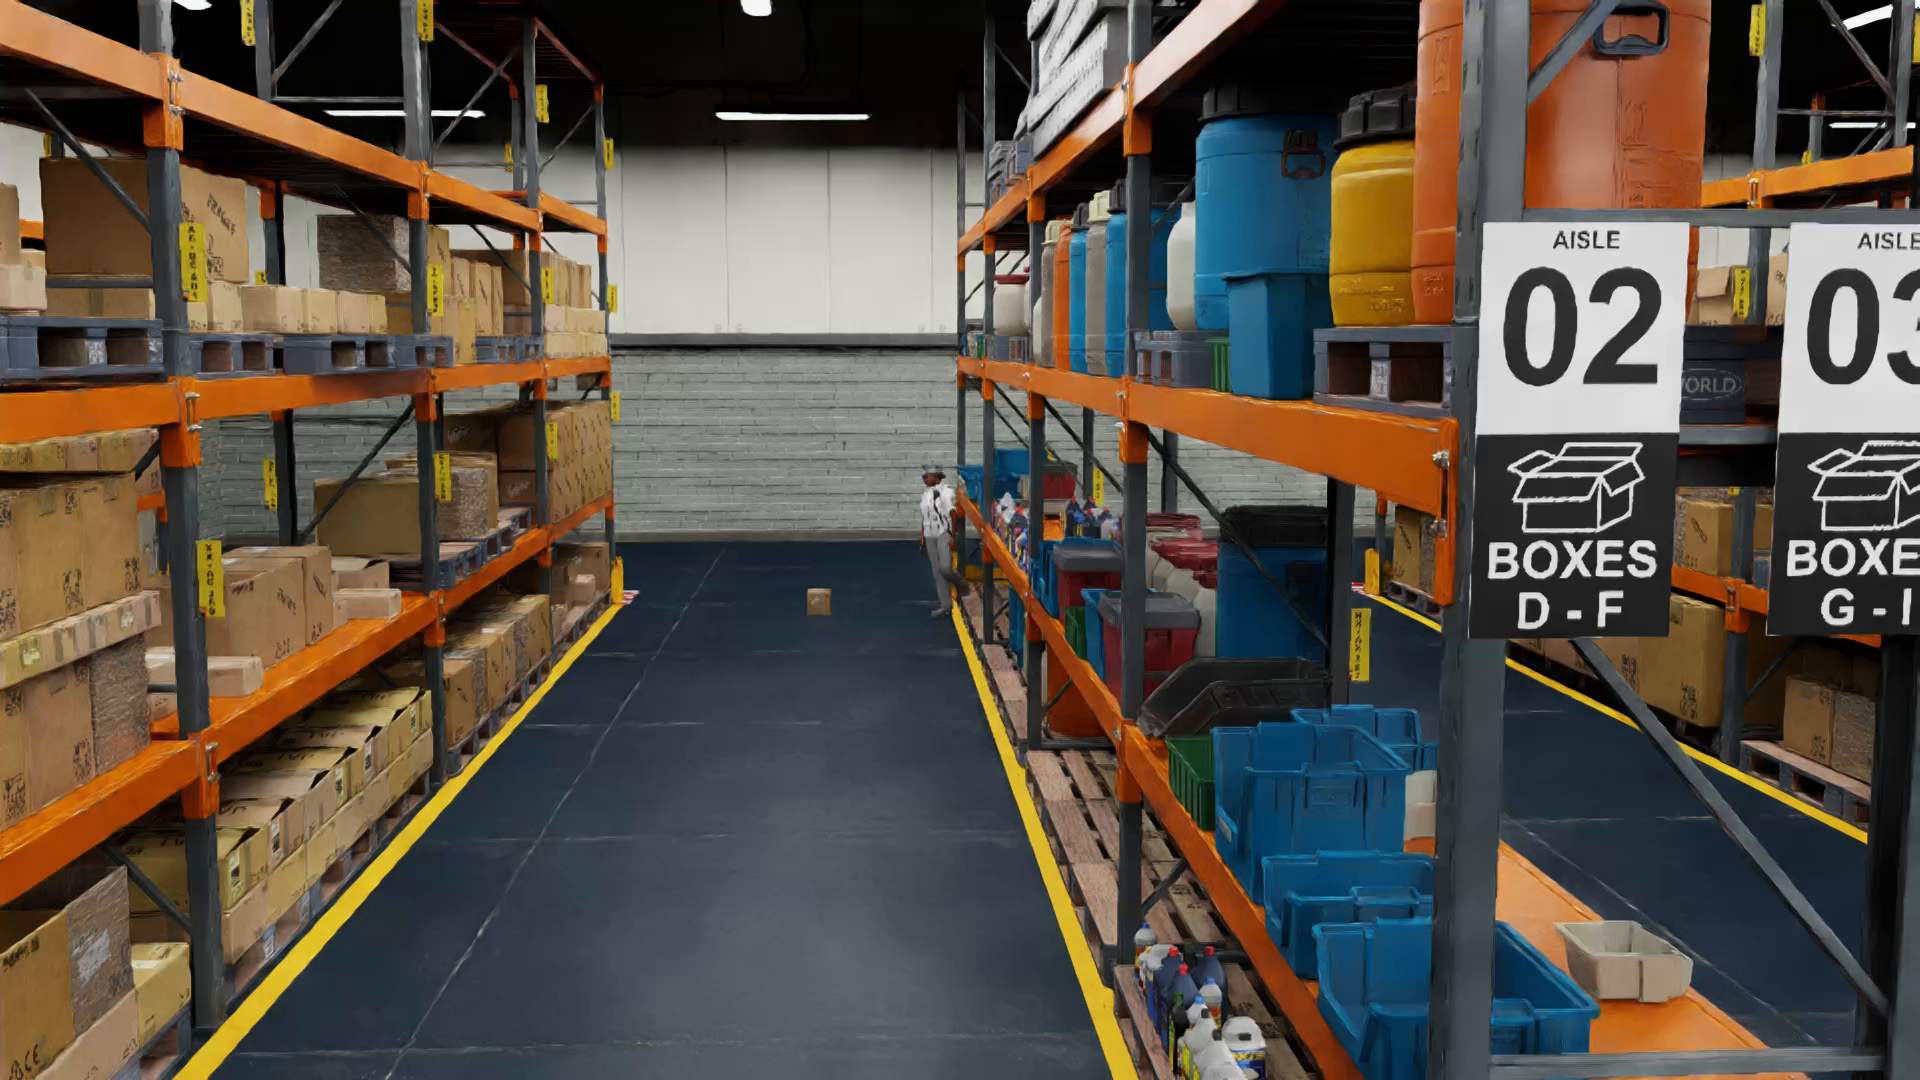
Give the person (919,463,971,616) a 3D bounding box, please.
[{"bbox_3d":[-0.197,-0.016,18.090,0.530,1.645,0.525,6,9,41],"label":"person"}]
